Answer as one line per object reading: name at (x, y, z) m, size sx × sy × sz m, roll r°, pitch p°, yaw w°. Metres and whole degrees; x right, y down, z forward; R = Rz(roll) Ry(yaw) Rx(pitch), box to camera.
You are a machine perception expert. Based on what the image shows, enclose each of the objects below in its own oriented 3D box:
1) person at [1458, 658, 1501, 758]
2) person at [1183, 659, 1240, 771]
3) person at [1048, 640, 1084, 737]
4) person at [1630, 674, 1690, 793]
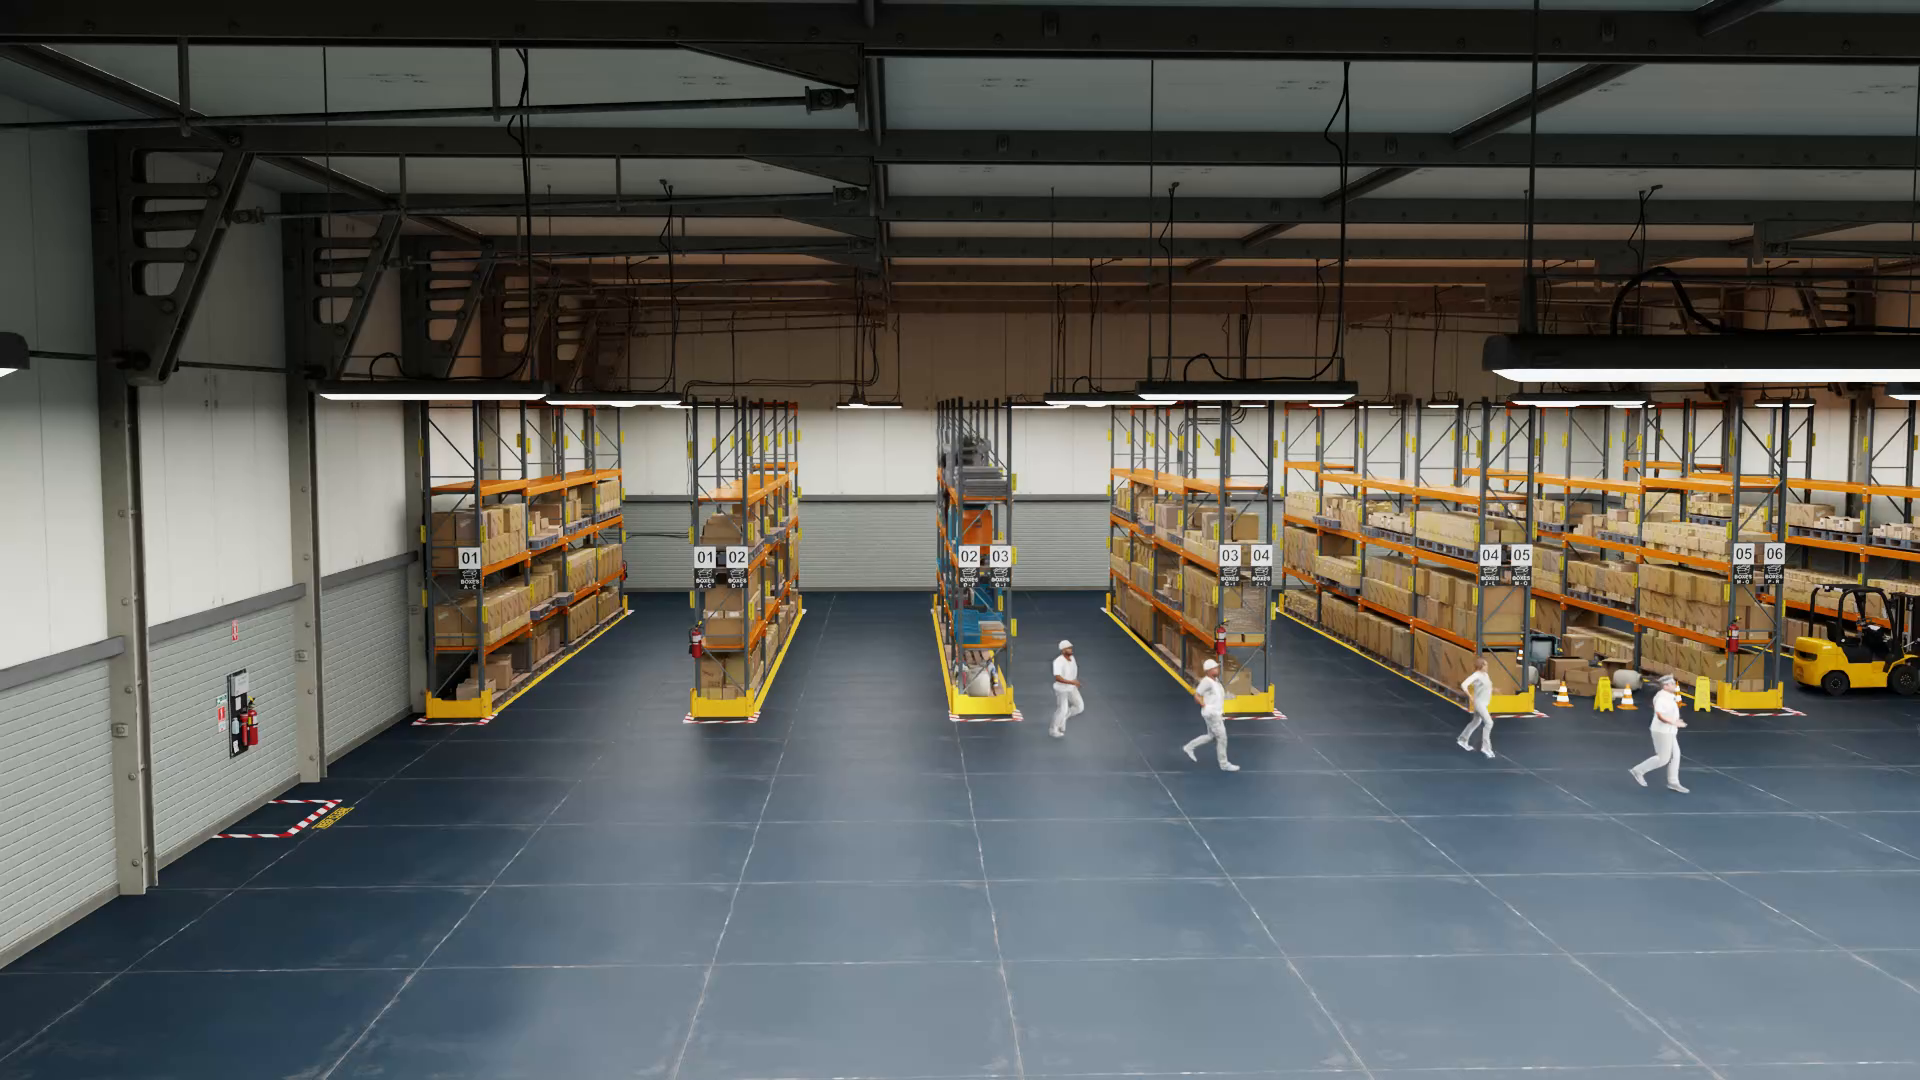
person at (8.645, 2.784, 27.697) m, size 0.722 × 1.629 × 0.511 m, roll 3°, pitch 5°, yaw 35°
person at (4.010, 2.784, 26.538) m, size 0.946 × 1.763 × 0.696 m, roll 2°, pitch 5°, yaw 19°
person at (1.889, 2.603, 29.144) m, size 0.718 × 1.712 × 0.716 m, roll 3°, pitch 6°, yaw 38°
person at (10.607, 2.903, 25.135) m, size 0.839 × 1.794 × 0.687 m, roll 2°, pitch 5°, yaw 28°
